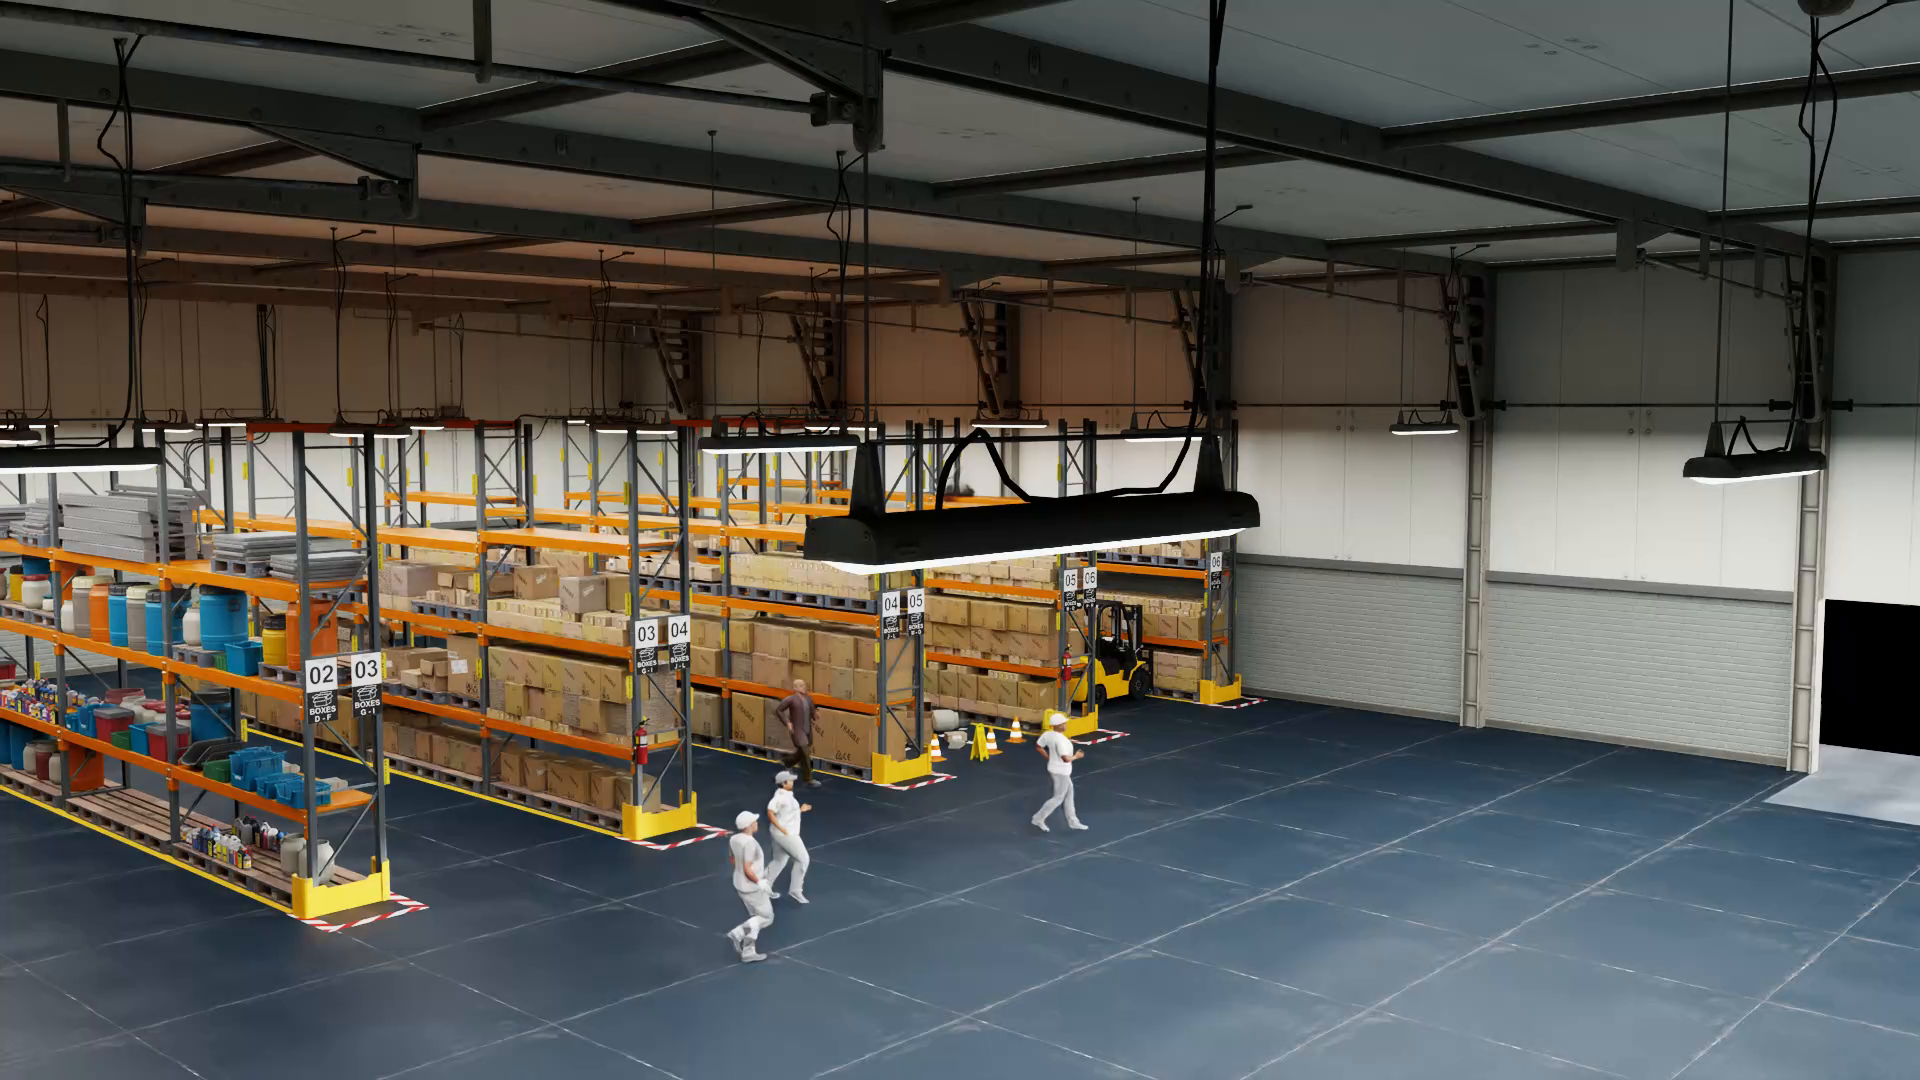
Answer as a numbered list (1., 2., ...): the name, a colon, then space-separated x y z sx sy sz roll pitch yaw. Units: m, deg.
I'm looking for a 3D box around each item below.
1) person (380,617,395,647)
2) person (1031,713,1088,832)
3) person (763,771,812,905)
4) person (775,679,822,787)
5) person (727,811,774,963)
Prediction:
1. person: -12.559 2.525 36.196 0.804 1.698 0.665 4 6 41
2. person: 1.475 3.419 24.423 0.917 1.765 0.700 -1 5 -14
3. person: -2.214 3.780 21.104 0.696 1.703 0.583 -1 5 -14
4. person: -2.635 3.181 27.564 0.937 1.760 0.724 4 6 38
5. person: -2.401 3.926 18.830 0.601 1.738 0.658 -3 5 -30
